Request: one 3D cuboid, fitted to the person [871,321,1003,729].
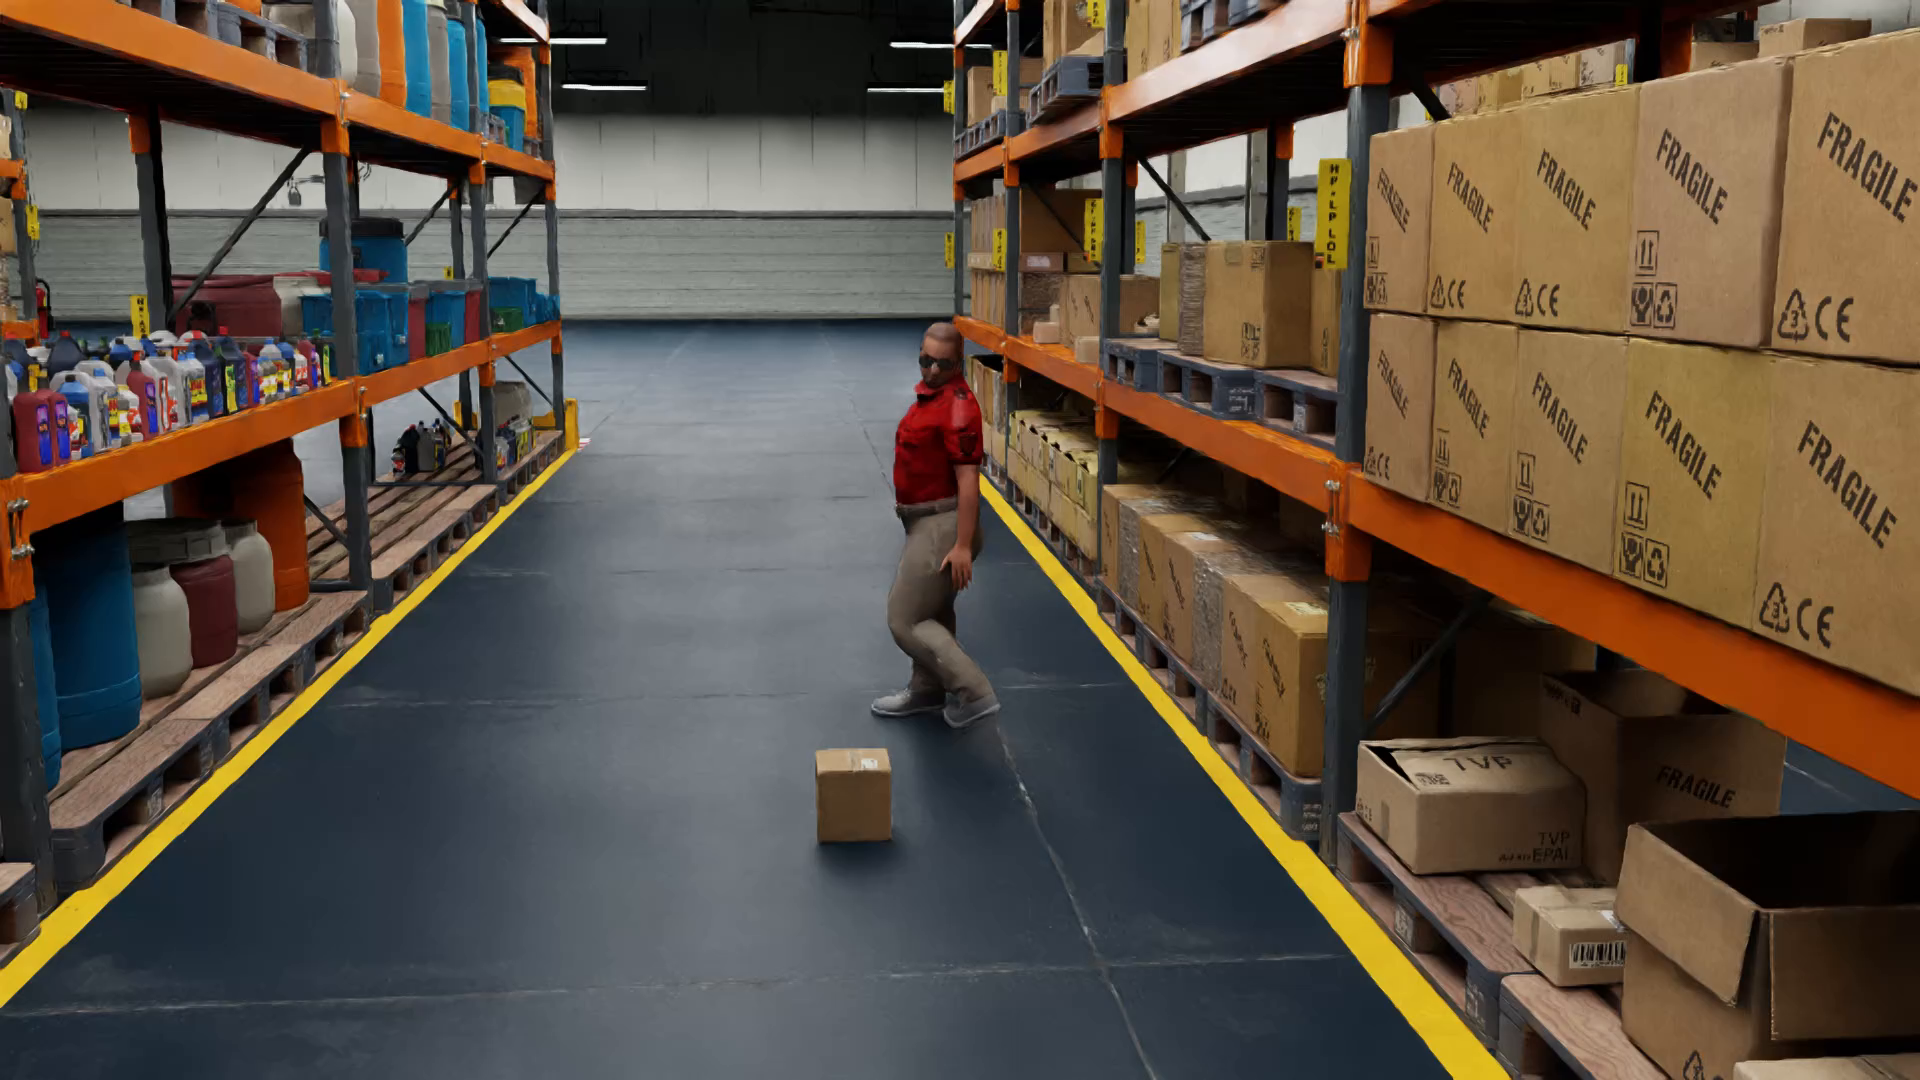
[{"bbox_3d":[-0.105,-0.041,6.776,0.525,1.694,0.675,-1,10,-3],"label":"person"}]
